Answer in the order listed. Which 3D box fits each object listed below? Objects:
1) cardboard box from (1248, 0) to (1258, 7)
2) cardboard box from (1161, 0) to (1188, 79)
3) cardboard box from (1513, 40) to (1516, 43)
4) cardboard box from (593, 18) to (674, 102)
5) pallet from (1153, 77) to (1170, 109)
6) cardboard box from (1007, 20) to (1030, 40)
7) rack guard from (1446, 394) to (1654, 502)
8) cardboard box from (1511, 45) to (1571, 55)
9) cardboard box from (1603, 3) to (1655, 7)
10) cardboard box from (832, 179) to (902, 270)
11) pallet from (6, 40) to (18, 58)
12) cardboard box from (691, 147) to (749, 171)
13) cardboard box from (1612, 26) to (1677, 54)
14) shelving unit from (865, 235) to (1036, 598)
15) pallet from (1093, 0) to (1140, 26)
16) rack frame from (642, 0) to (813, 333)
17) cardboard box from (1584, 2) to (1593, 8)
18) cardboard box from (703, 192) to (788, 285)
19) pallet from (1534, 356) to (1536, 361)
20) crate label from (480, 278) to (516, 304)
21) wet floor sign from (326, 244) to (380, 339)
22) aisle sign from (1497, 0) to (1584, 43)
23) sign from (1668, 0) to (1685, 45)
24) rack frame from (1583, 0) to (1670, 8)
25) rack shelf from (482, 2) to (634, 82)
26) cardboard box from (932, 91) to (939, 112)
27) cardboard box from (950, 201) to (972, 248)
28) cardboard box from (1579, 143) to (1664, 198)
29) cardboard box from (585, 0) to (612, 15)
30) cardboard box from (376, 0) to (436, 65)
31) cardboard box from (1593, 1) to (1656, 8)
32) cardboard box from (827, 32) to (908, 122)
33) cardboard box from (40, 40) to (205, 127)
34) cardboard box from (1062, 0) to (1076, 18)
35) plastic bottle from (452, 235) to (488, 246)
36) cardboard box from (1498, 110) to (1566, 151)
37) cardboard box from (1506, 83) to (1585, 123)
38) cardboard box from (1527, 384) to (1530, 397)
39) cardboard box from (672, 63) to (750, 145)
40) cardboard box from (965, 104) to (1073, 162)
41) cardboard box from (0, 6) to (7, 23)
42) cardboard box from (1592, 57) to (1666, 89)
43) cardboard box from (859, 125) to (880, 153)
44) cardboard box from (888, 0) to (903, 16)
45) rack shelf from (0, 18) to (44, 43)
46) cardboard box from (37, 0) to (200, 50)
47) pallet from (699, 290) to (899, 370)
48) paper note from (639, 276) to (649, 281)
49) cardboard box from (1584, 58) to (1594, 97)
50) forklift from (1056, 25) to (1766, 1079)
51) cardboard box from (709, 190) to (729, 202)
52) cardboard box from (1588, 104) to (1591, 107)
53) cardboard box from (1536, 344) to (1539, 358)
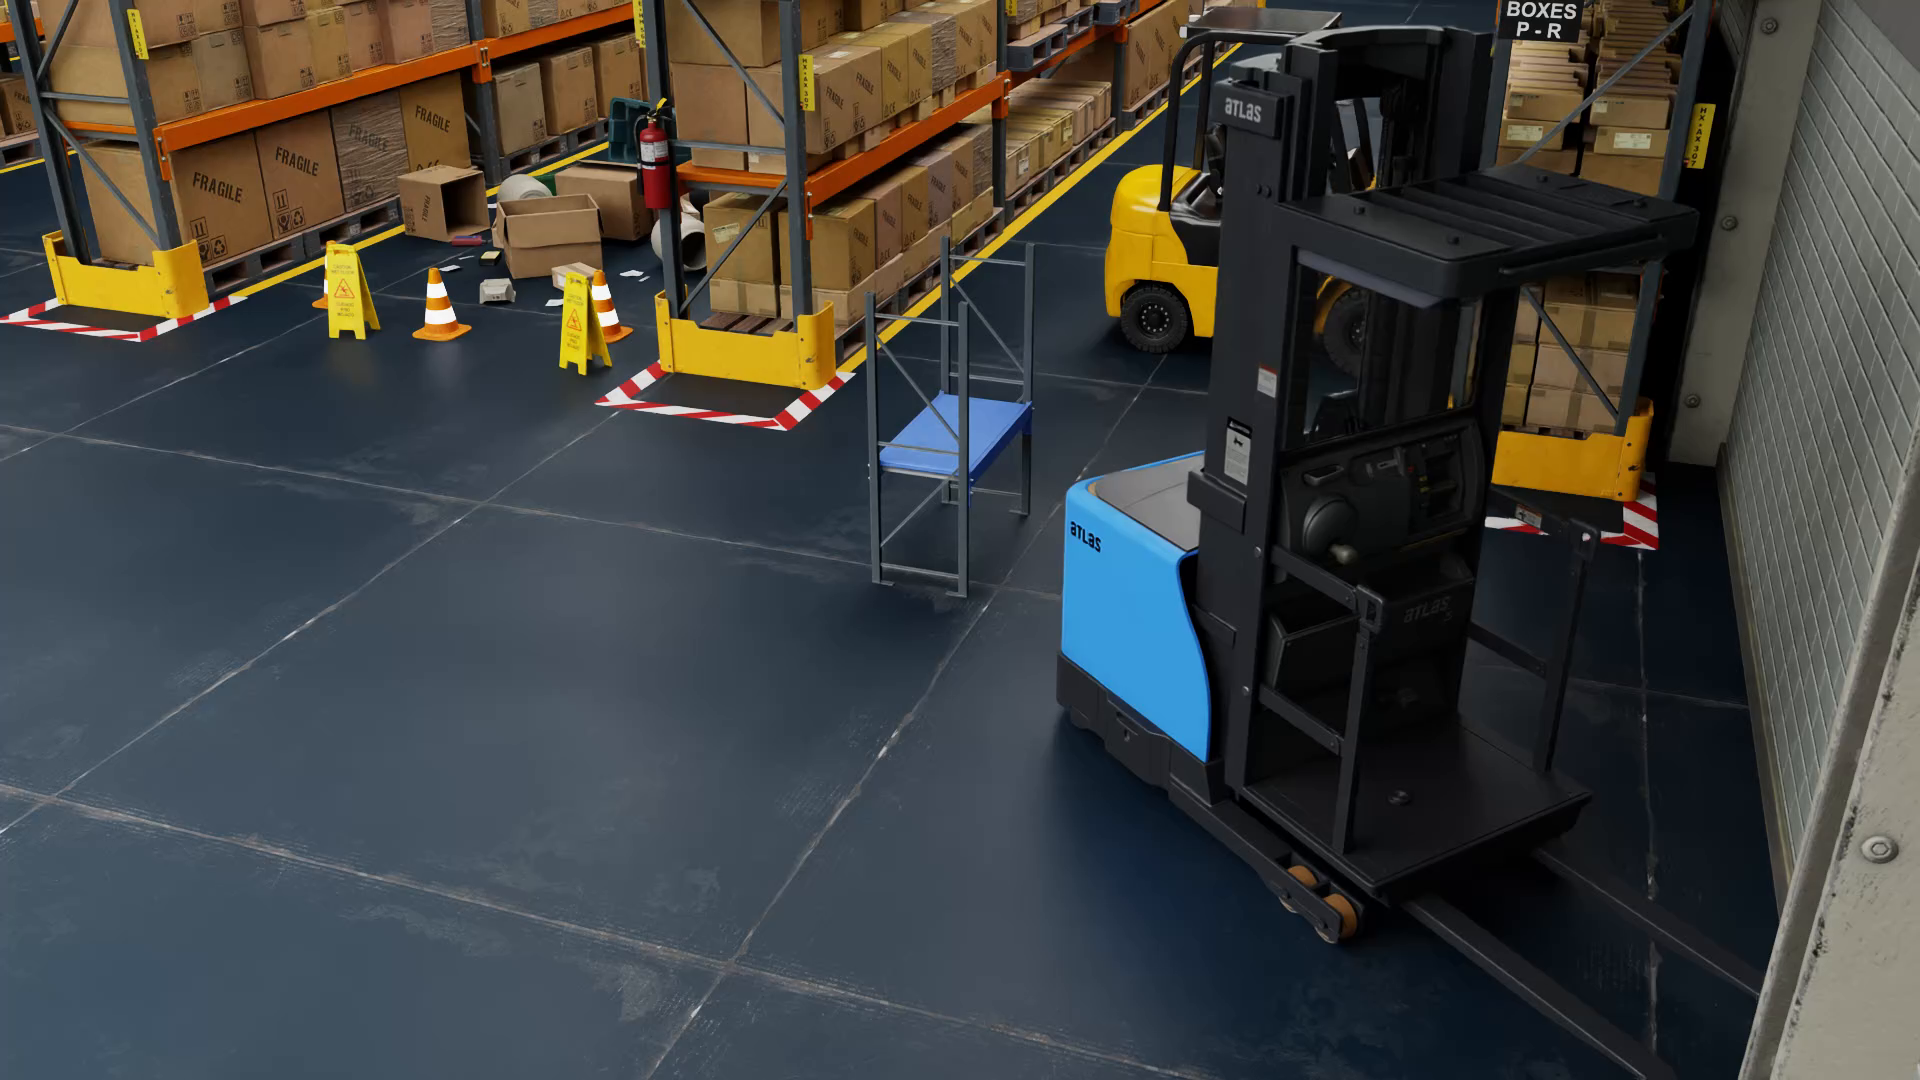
[{"bbox_3d":[3.763,-7.761,23.795,0.875,0.438,0.875,8,27,16],"label":"cardboard box"},{"bbox_3d":[2.133,-5.961,19.576,0.875,0.875,0.875,10,27,19],"label":"cardboard box"},{"bbox_3d":[3.931,-3.426,11.184,0.380,0.149,0.250,9,27,19],"label":"cardboard box"},{"bbox_3d":[-3.763,-5.339,18.434,1.050,0.750,0.750,8,27,17],"label":"cardboard box"},{"bbox_3d":[1.968,-5.281,19.415,1.003,0.211,1.213,9,27,17],"label":"pallet"},{"bbox_3d":[0.377,-4.337,14.071,0.380,0.149,0.250,9,27,18],"label":"cardboard box"},{"bbox_3d":[3.238,-0.582,9.379,1.175,0.500,0.348,9,27,17],"label":"rack guard"},{"bbox_3d":[3.497,-2.905,10.107,0.380,0.149,0.250,9,27,18],"label":"cardboard box"},{"bbox_3d":[5.119,-4.017,12.744,0.380,0.149,0.250,9,27,17],"label":"cardboard box"},{"bbox_3d":[-0.729,-2.241,11.750,0.500,0.500,0.500,8,27,16],"label":"cardboard box"},{"bbox_3d":[-13.084,-6.311,21.542,1.003,0.211,1.213,9,27,17],"label":"pallet"},{"bbox_3d":[-1.513,-2.507,10.774,0.380,0.149,0.250,10,27,19],"label":"cardboard box"},{"bbox_3d":[4.429,-3.233,10.786,0.380,0.149,0.250,8,27,17],"label":"cardboard box"},{"bbox_3d":[-0.028,-0.640,8.351,0.538,1.500,1.048,9,27,17],"label":"shelving unit"},{"bbox_3d":[1.090,-5.328,16.533,1.213,0.211,1.003,9,27,17],"label":"pallet"},{"bbox_3d":[-1.436,-2.436,10.338,1.000,3.000,0.127,9,27,17],"label":"rack frame"},{"bbox_3d":[4.682,-4.072,12.859,0.380,0.149,0.250,9,27,17],"label":"cardboard box"},{"bbox_3d":[-1.415,-2.092,11.441,0.500,0.500,0.500,9,27,18],"label":"cardboard box"},{"bbox_3d":[3.869,-1.282,11.156,1.003,0.211,1.213,9,27,17],"label":"pallet"},{"bbox_3d":[-3.466,-1.864,12.443,0.250,0.136,0.298,-5,26,-9],"label":"crate label"},{"bbox_3d":[-4.280,-1.753,11.631,0.267,0.644,0.232,4,26,8],"label":"wet floor sign"},{"bbox_3d":[2.948,-2.903,8.320,0.394,0.787,0.004,9,27,17],"label":"aisle sign"},{"bbox_3d":[5.101,-3.706,11.879,0.100,0.325,0.005,9,27,17],"label":"sign"},{"bbox_3d":[4.577,-3.361,12.250,1.000,3.000,0.127,9,27,17],"label":"rack frame"},{"bbox_3d":[-4.141,-5.254,16.984,1.077,0.370,4.000,9,27,17],"label":"rack shelf"},{"bbox_3d":[-0.372,-3.271,12.352,0.380,0.149,0.250,8,27,17],"label":"cardboard box"},{"bbox_3d":[-0.216,-2.529,13.204,0.500,0.250,0.500,8,27,16],"label":"cardboard box"},{"bbox_3d":[3.673,-1.926,9.170,0.500,0.500,0.500,10,27,19],"label":"cardboard box"},{"bbox_3d":[-3.872,-5.599,16.757,0.500,0.500,0.500,9,27,18],"label":"cardboard box"},{"bbox_3d":[-5.079,-4.441,14.307,0.875,0.550,0.550,9,27,17],"label":"cardboard box"},{"bbox_3d":[5.509,-4.316,13.820,0.500,0.250,0.500,8,27,16],"label":"cardboard box"},{"bbox_3d":[-0.679,-3.192,11.444,0.500,0.500,0.500,8,27,16],"label":"cardboard box"},{"bbox_3d":[-6.057,-3.338,12.031,0.875,0.550,0.550,9,27,17],"label":"cardboard box"},{"bbox_3d":[0.837,-4.868,15.169,0.380,0.149,0.250,10,28,19],"label":"cardboard box"},{"bbox_3d":[-4.063,-2.487,13.816,0.283,0.061,0.133,0,26,-1],"label":"plastic bottle"},{"bbox_3d":[3.097,-2.237,9.070,0.380,0.149,0.250,9,27,18],"label":"cardboard box"},{"bbox_3d":[3.167,-2.366,8.994,0.380,0.149,0.250,9,27,18],"label":"cardboard box"},{"bbox_3d":[3.279,-1.111,10.275,0.500,0.250,0.500,9,27,17],"label":"cardboard box"},{"bbox_3d":[-1.515,-2.877,10.795,0.500,0.500,0.500,8,27,17],"label":"cardboard box"},{"bbox_3d":[0.533,-3.883,15.862,0.950,0.372,0.625,10,27,19],"label":"cardboard box"},{"bbox_3d":[-9.476,-5.077,16.082,0.380,0.149,0.250,9,27,17],"label":"cardboard box"},{"bbox_3d":[3.913,-2.720,9.725,0.380,0.149,0.250,10,27,19],"label":"cardboard box"},{"bbox_3d":[-0.764,-2.733,11.240,0.380,0.149,0.250,9,27,18],"label":"cardboard box"},{"bbox_3d":[-0.839,-4.150,12.275,0.700,0.500,0.500,8,27,16],"label":"cardboard box"},{"bbox_3d":[-10.115,-4.371,15.161,1.077,0.370,4.000,9,27,17],"label":"rack shelf"},{"bbox_3d":[-5.977,-3.812,11.770,0.875,0.550,0.550,9,27,17],"label":"cardboard box"},{"bbox_3d":[-1.107,-1.540,11.689,1.003,0.211,1.213,9,27,17],"label":"pallet"},{"bbox_3d":[-2.454,-2.032,12.936,0.032,0.001,0.123,9,27,17],"label":"paper note"},{"bbox_3d":[4.514,-2.978,11.344,0.500,0.500,0.500,9,27,18],"label":"cardboard box"},{"bbox_3d":[1.599,-0.138,5.672,1.130,2.935,3.031,-15,29,-27],"label":"forklift"},{"bbox_3d":[-1.744,-2.712,13.776,0.500,0.500,0.500,-14,29,-27],"label":"cardboard box"},{"bbox_3d":[3.717,-2.370,9.344,0.380,0.149,0.250,8,27,17],"label":"cardboard box"},{"bbox_3d":[3.755,-1.265,10.019,0.500,0.250,0.500,8,27,17],"label":"cardboard box"}]
